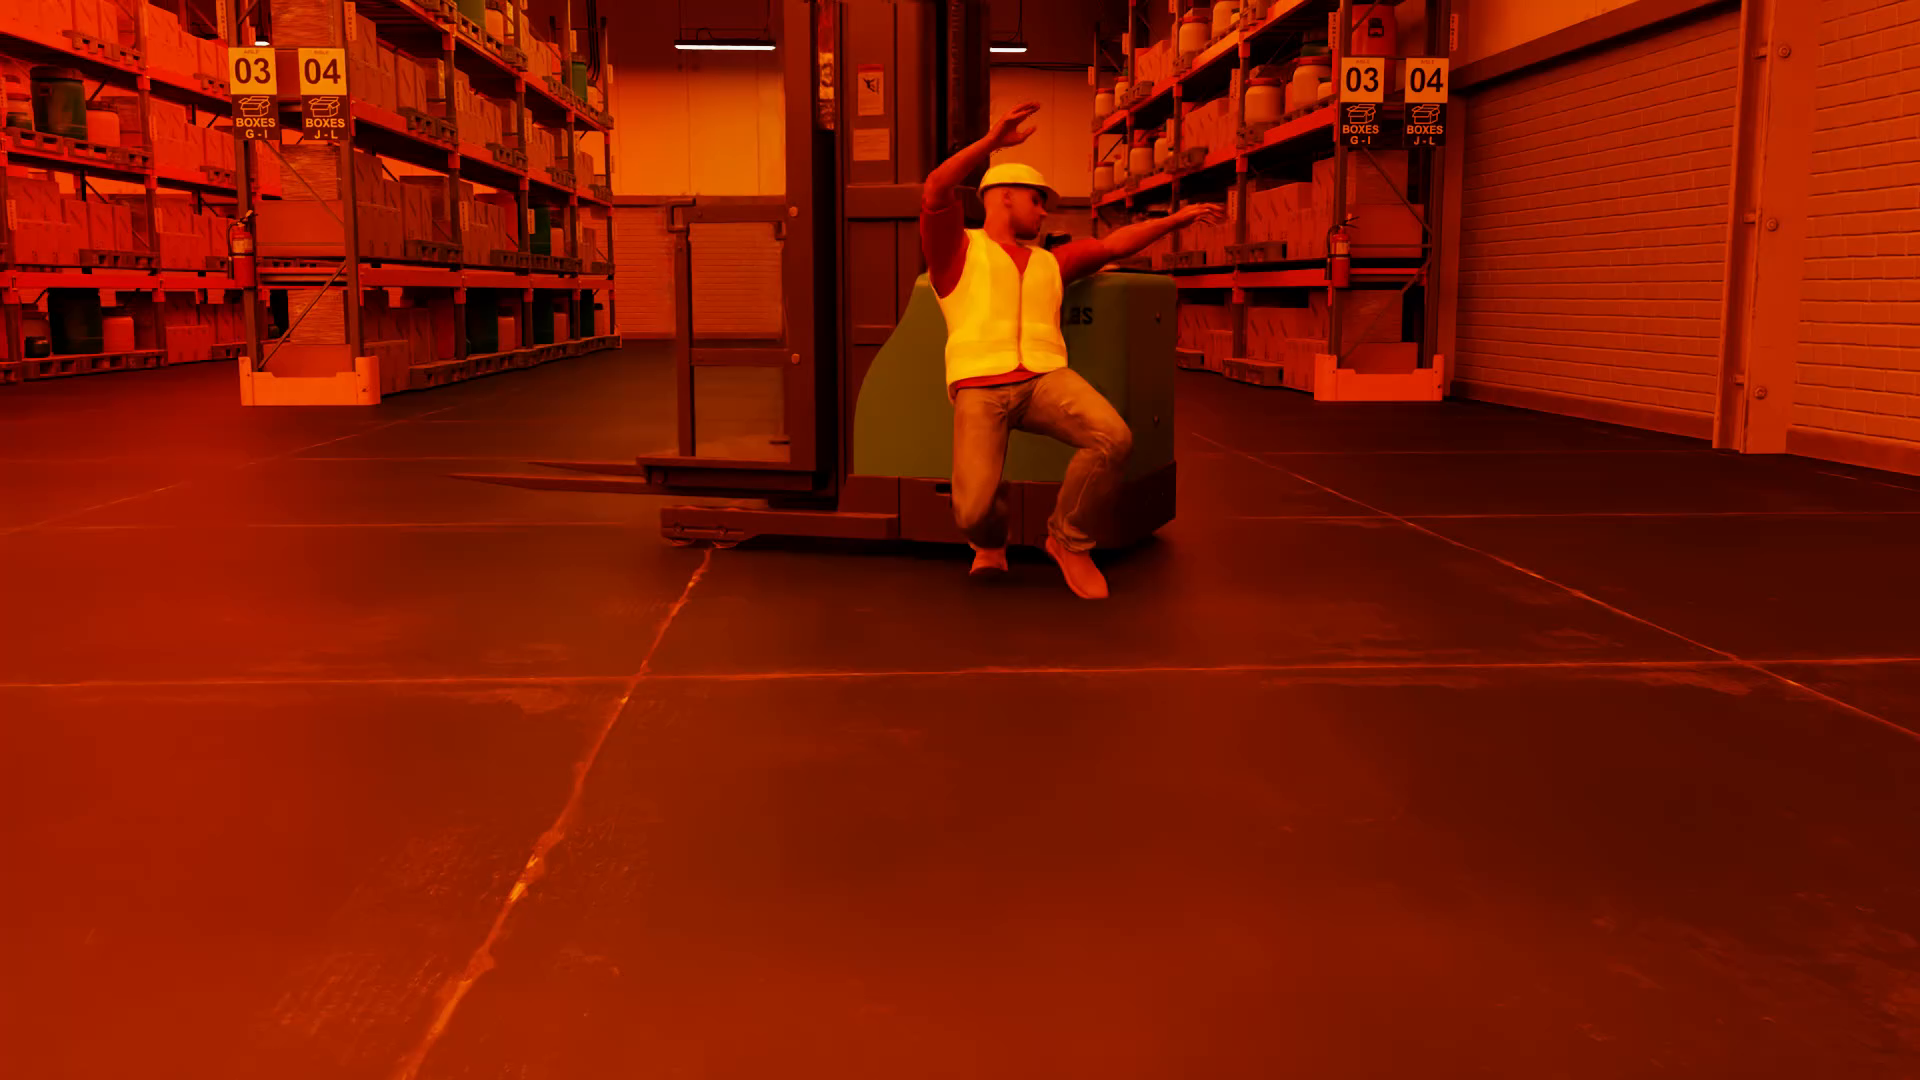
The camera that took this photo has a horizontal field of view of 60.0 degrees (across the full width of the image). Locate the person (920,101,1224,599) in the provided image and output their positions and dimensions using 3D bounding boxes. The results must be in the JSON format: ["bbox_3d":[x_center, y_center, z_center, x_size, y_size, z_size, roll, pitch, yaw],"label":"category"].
[{"bbox_3d":[0.445,-0.623,5.613,1.154,1.636,0.843,-2,9,-14],"label":"person"}]

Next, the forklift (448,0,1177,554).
[{"bbox_3d":[-0.673,-1.483,6.820,3.031,2.935,1.130,3,9,19],"label":"forklift"}]
